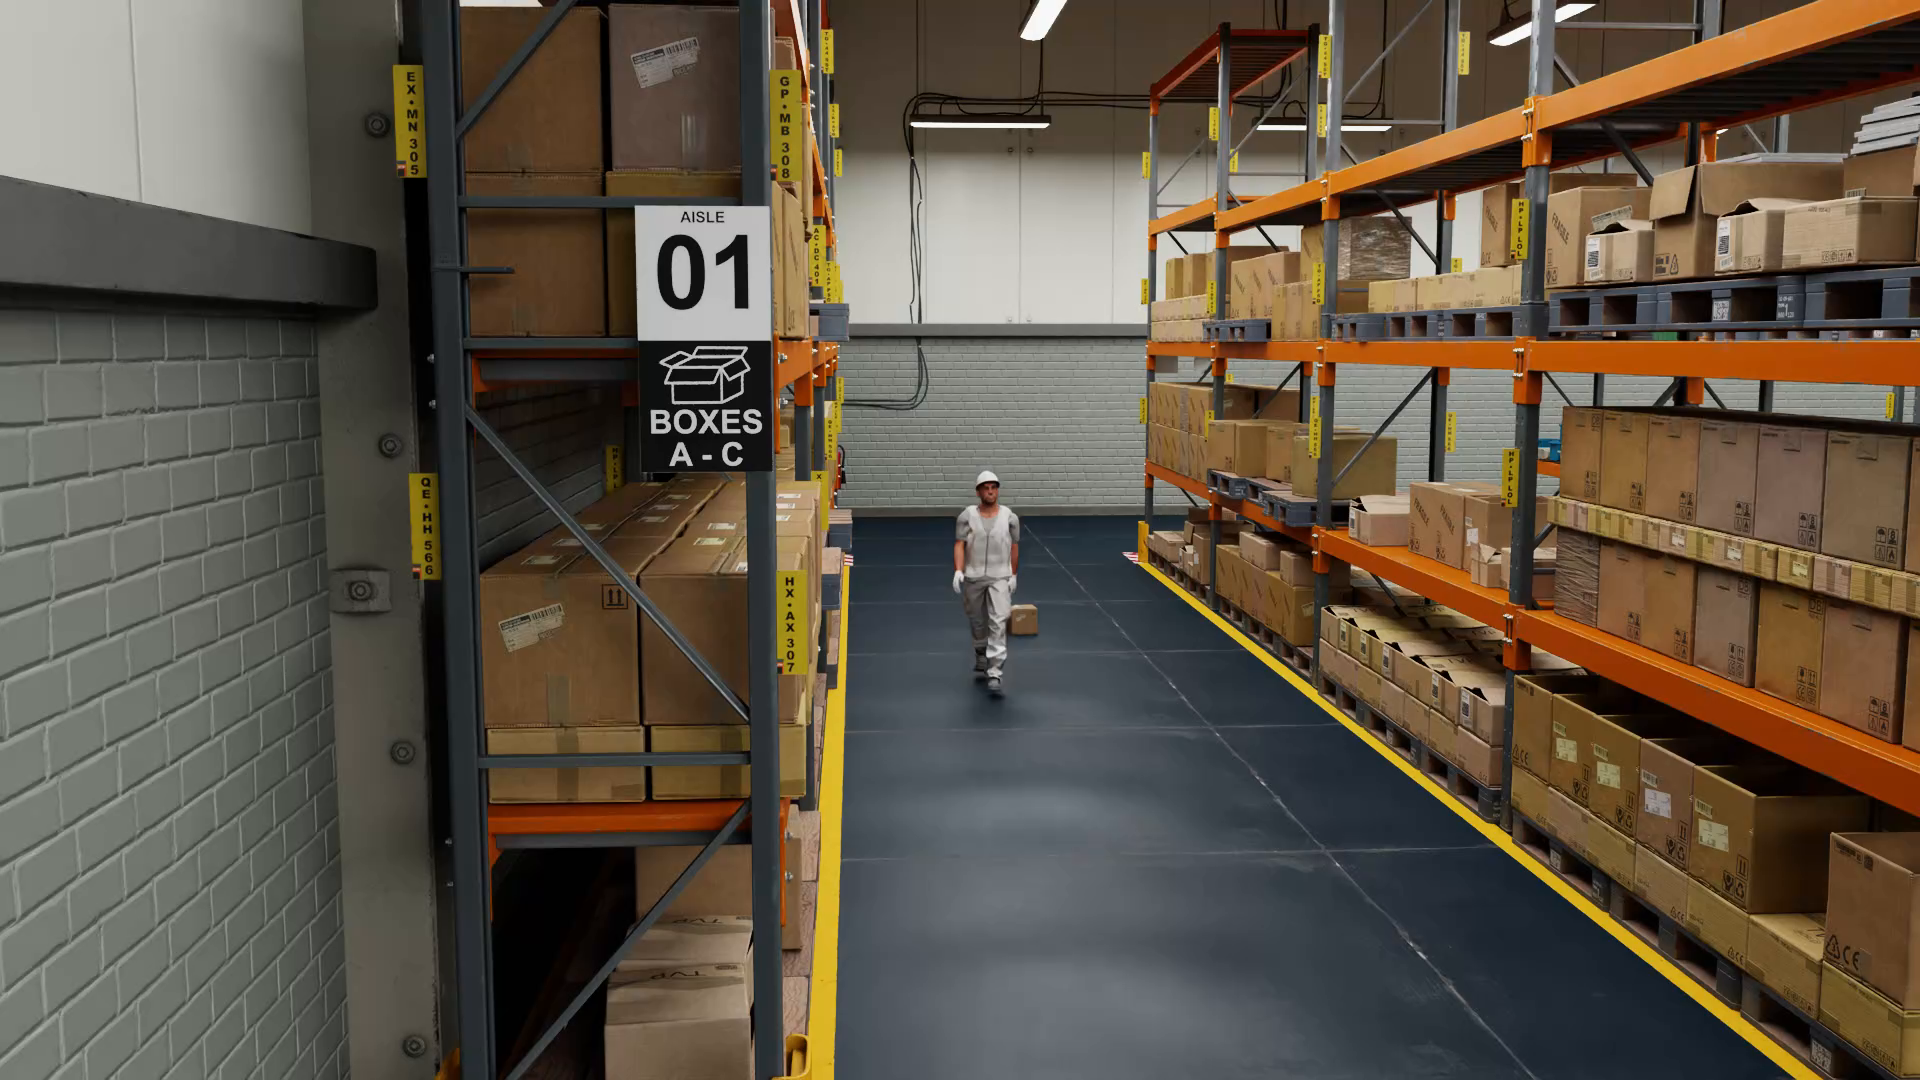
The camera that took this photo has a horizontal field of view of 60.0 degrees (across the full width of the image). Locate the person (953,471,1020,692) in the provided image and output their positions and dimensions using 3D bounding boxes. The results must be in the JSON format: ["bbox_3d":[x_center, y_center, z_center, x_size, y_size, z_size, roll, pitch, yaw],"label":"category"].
[{"bbox_3d":[0.209,0.316,13.475,0.527,1.739,1.039,1,7,6],"label":"person"}]
